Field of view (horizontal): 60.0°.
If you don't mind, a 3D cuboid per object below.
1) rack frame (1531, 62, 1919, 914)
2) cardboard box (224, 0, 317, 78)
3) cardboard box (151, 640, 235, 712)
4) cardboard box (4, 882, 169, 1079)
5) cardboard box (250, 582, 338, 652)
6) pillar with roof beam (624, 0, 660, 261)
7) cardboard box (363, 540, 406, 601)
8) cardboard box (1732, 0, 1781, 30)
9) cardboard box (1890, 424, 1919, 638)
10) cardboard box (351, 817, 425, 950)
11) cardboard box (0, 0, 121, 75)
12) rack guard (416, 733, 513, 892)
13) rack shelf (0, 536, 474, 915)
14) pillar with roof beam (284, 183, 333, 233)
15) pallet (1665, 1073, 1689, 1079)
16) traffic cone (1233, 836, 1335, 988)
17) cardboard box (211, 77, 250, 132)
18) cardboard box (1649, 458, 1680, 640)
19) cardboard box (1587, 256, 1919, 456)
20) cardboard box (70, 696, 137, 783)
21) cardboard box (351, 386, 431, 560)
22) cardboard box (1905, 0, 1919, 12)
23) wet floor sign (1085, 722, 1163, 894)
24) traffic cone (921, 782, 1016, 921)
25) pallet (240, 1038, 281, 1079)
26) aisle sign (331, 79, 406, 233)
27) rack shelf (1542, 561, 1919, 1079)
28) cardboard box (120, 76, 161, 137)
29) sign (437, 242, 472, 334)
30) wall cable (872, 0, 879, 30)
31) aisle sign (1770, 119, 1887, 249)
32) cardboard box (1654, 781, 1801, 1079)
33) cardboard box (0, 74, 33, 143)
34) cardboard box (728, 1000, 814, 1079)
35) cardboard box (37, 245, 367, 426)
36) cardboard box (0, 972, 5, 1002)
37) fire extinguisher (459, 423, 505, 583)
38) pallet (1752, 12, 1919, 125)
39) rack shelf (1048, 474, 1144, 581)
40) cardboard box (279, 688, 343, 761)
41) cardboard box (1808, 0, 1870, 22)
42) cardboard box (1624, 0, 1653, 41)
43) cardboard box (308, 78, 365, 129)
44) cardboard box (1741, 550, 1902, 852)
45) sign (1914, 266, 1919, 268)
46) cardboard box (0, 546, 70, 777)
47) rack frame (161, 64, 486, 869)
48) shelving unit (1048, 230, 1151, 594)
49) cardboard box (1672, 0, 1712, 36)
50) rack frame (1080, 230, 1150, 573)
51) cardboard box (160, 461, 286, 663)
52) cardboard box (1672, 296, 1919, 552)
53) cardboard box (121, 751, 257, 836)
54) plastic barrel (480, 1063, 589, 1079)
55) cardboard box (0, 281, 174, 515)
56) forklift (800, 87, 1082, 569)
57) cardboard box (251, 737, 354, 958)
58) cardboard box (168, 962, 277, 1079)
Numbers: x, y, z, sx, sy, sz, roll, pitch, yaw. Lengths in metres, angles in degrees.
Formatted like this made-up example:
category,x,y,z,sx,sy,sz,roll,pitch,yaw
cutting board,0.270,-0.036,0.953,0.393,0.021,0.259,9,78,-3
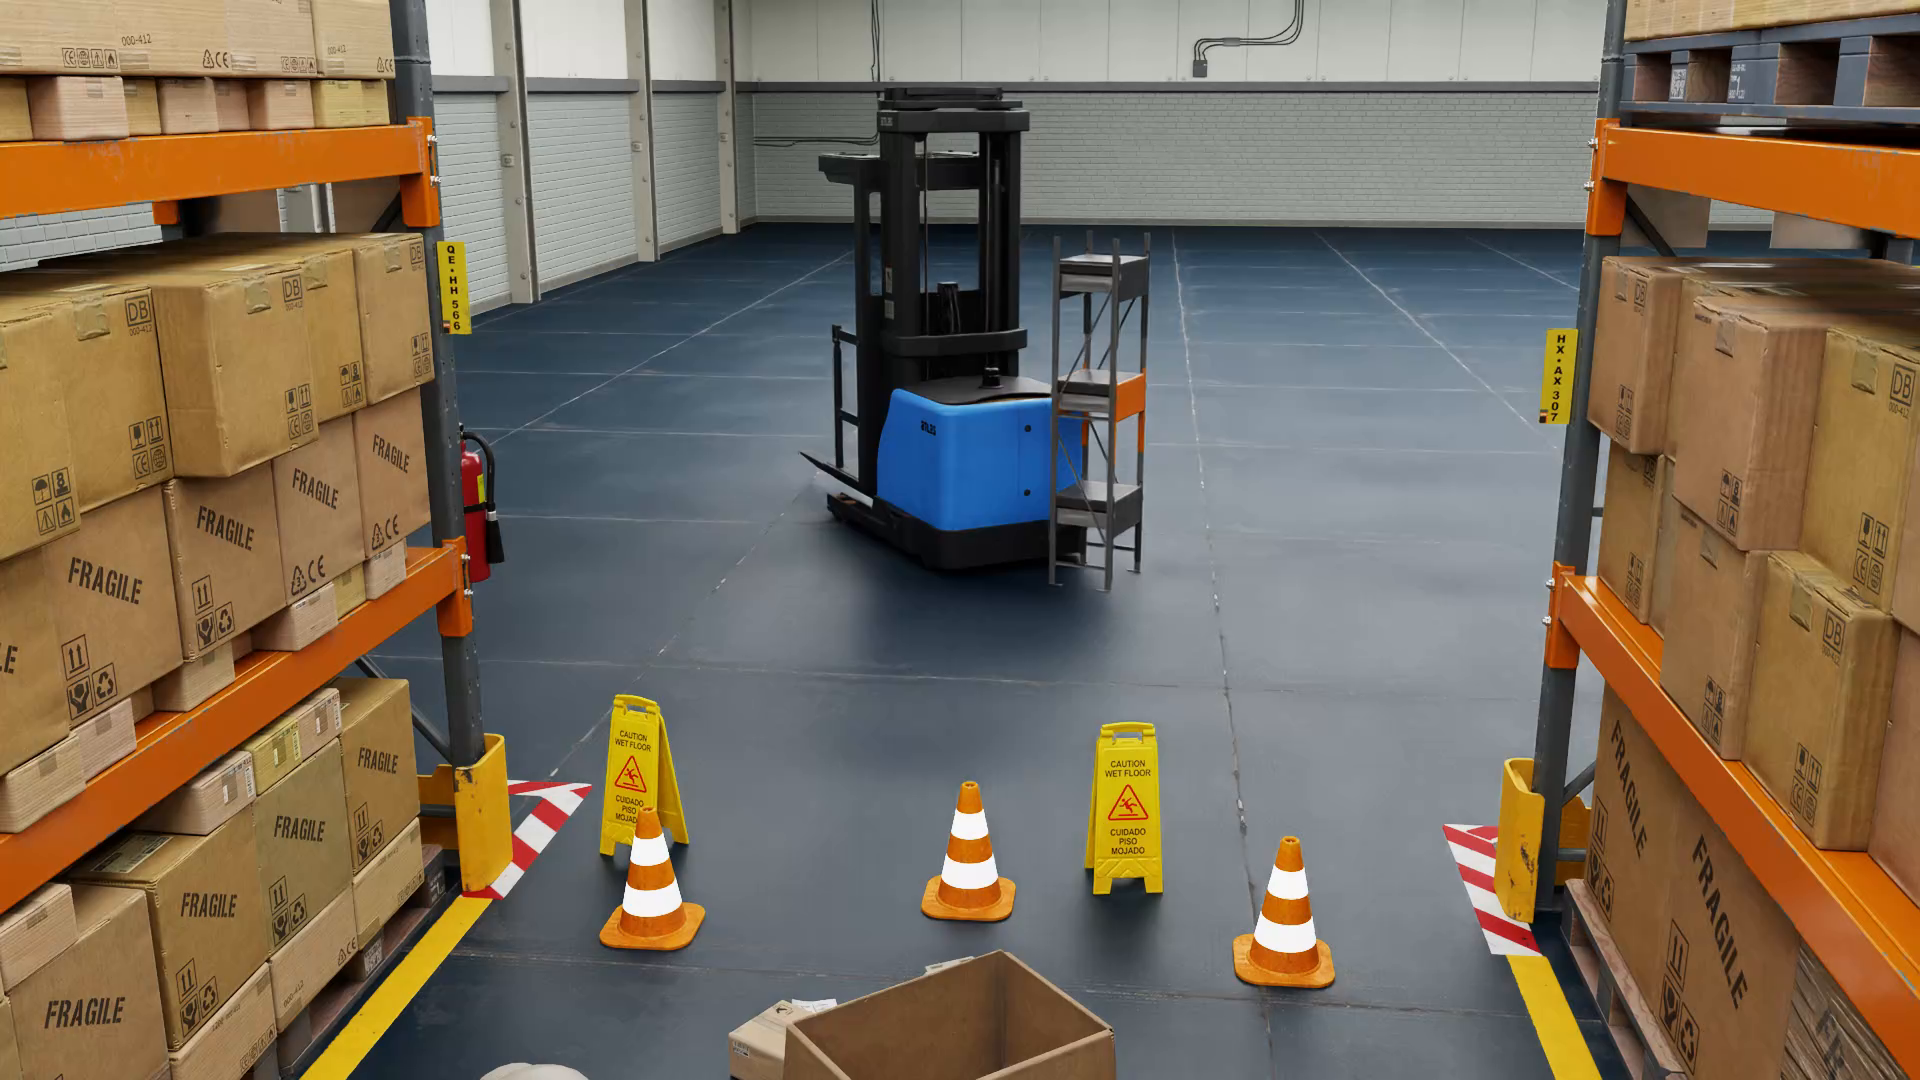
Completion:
category,x,y,z,sx,sy,sz,roll,pitch,yaw
rack frame,2.589,-0.083,5.721,1.000,3.000,0.127,2,15,6
cardboard box,-2.202,-1.451,4.751,0.500,0.250,0.500,1,15,5
cardboard box,-2.245,0.356,4.580,0.380,0.149,0.250,2,15,6
cardboard box,-2.349,1.179,4.081,0.500,0.500,0.500,3,15,9
cardboard box,-2.138,0.225,5.065,0.380,0.149,0.250,2,15,7
pillar with roof beam,-1.262,-9.187,27.899,9.100,9.000,0.400,2,15,6
cardboard box,-2.089,0.091,5.559,0.380,0.149,0.250,2,15,6
cardboard box,2.118,-1.319,4.032,0.380,0.149,0.250,2,15,6
cardboard box,2.357,-0.016,3.117,0.875,0.550,0.550,2,15,6
cardboard box,-2.168,1.146,5.640,0.500,0.250,0.500,2,15,6
cardboard box,-2.297,-1.185,3.767,0.500,0.250,0.500,2,15,7
rack guard,-2.349,1.024,6.417,1.175,0.500,0.348,2,15,6
rack shelf,-2.567,0.664,4.339,1.077,0.370,4.000,2,15,6
pillar with roof beam,-2.616,-6.075,16.389,9.100,9.000,0.400,2,15,6
pallet,2.436,1.789,4.143,1.003,0.211,1.213,2,15,6
traffic cone,1.118,1.238,5.698,0.336,0.463,0.334,2,15,6
cardboard box,-2.257,-1.231,4.703,0.380,0.149,0.250,2,15,7
cardboard box,2.552,0.086,4.811,0.875,0.550,0.550,2,15,6
cardboard box,2.509,-0.581,5.209,0.875,0.550,0.550,2,15,6
cardboard box,-2.284,0.487,4.097,0.380,0.149,0.250,2,15,6
cardboard box,-2.128,-0.245,5.561,0.500,0.500,0.500,1,15,5
cardboard box,2.003,-1.057,3.064,0.380,0.149,0.250,2,15,6
wet floor sign,0.625,0.988,6.272,0.267,0.644,0.232,-1,15,-3
traffic cone,0.034,1.116,6.147,0.336,0.463,0.334,2,15,6
pallet,-2.616,1.689,4.512,1.003,0.211,1.213,2,15,6
aisle sign,-2.046,-1.465,5.852,0.394,0.787,0.004,2,15,6
rack shelf,2.363,0.783,3.897,1.077,0.370,4.000,2,15,6
cardboard box,-2.276,-1.097,4.207,0.380,0.149,0.250,1,15,5
sign,-1.792,-0.892,5.891,0.100,0.325,0.005,2,15,6
wall cable,-0.528,-12.455,36.256,3.097,2.526,0.112,2,15,6
aisle sign,2.895,-1.347,5.417,0.394,0.787,0.004,2,15,6
cardboard box,2.481,1.146,4.442,0.875,0.875,0.875,1,15,5
cardboard box,-2.338,-0.966,3.722,0.380,0.149,0.250,2,15,7
cardboard box,-0.482,1.573,5.059,0.380,0.149,0.250,11,19,35
cardboard box,-2.246,-0.607,4.983,0.700,0.500,0.500,2,15,7
cardboard box,-2.328,0.976,3.591,0.380,0.149,0.250,2,15,8
fire extinguisher,-1.870,-0.181,6.233,0.296,0.674,0.183,2,15,6
pallet,2.380,-0.978,3.455,1.003,0.211,1.213,2,15,6
rack shelf,0.835,-0.084,10.186,0.431,0.518,0.480,8,17,26
cardboard box,-2.147,0.560,5.129,0.380,0.149,0.250,2,15,8
cardboard box,2.061,-1.188,3.546,0.380,0.149,0.250,2,15,7
cardboard box,2.232,-1.581,5.001,0.380,0.149,0.250,2,15,7
cardboard box,-2.099,-1.363,5.190,0.380,0.149,0.250,2,15,7
cardboard box,2.345,0.366,3.775,0.875,0.550,0.500,2,15,6
sign,3.126,-0.736,5.467,0.100,0.325,0.005,2,15,6
cardboard box,-2.363,0.277,3.631,0.500,0.500,0.500,2,15,6
rack frame,-2.341,-0.202,6.163,1.000,3.000,0.127,2,15,6
shelving unit,0.835,-0.773,9.999,0.431,2.100,0.503,8,17,26
cardboard box,2.175,-1.450,4.516,0.380,0.149,0.250,2,15,6
rack frame,0.945,-0.830,10.209,0.400,2.100,0.015,8,17,26
cardboard box,-2.249,0.014,4.602,0.500,0.500,0.500,2,15,6
cardboard box,2.340,-0.295,4.149,0.875,0.550,0.550,2,15,6
cardboard box,-2.210,0.693,4.635,0.380,0.149,0.250,2,15,9
plastic barrel,-1.070,1.622,4.354,0.421,0.421,0.512,-14,20,-42
cardboard box,-2.396,-0.346,4.019,0.700,0.500,0.500,2,15,6
forklift,-0.285,-1.573,11.365,1.130,2.935,3.031,-7,17,-25
cardboard box,-2.228,0.911,5.072,0.500,0.500,0.500,2,15,8
cardboard box,-2.285,1.410,4.664,0.500,0.250,0.500,1,15,4
